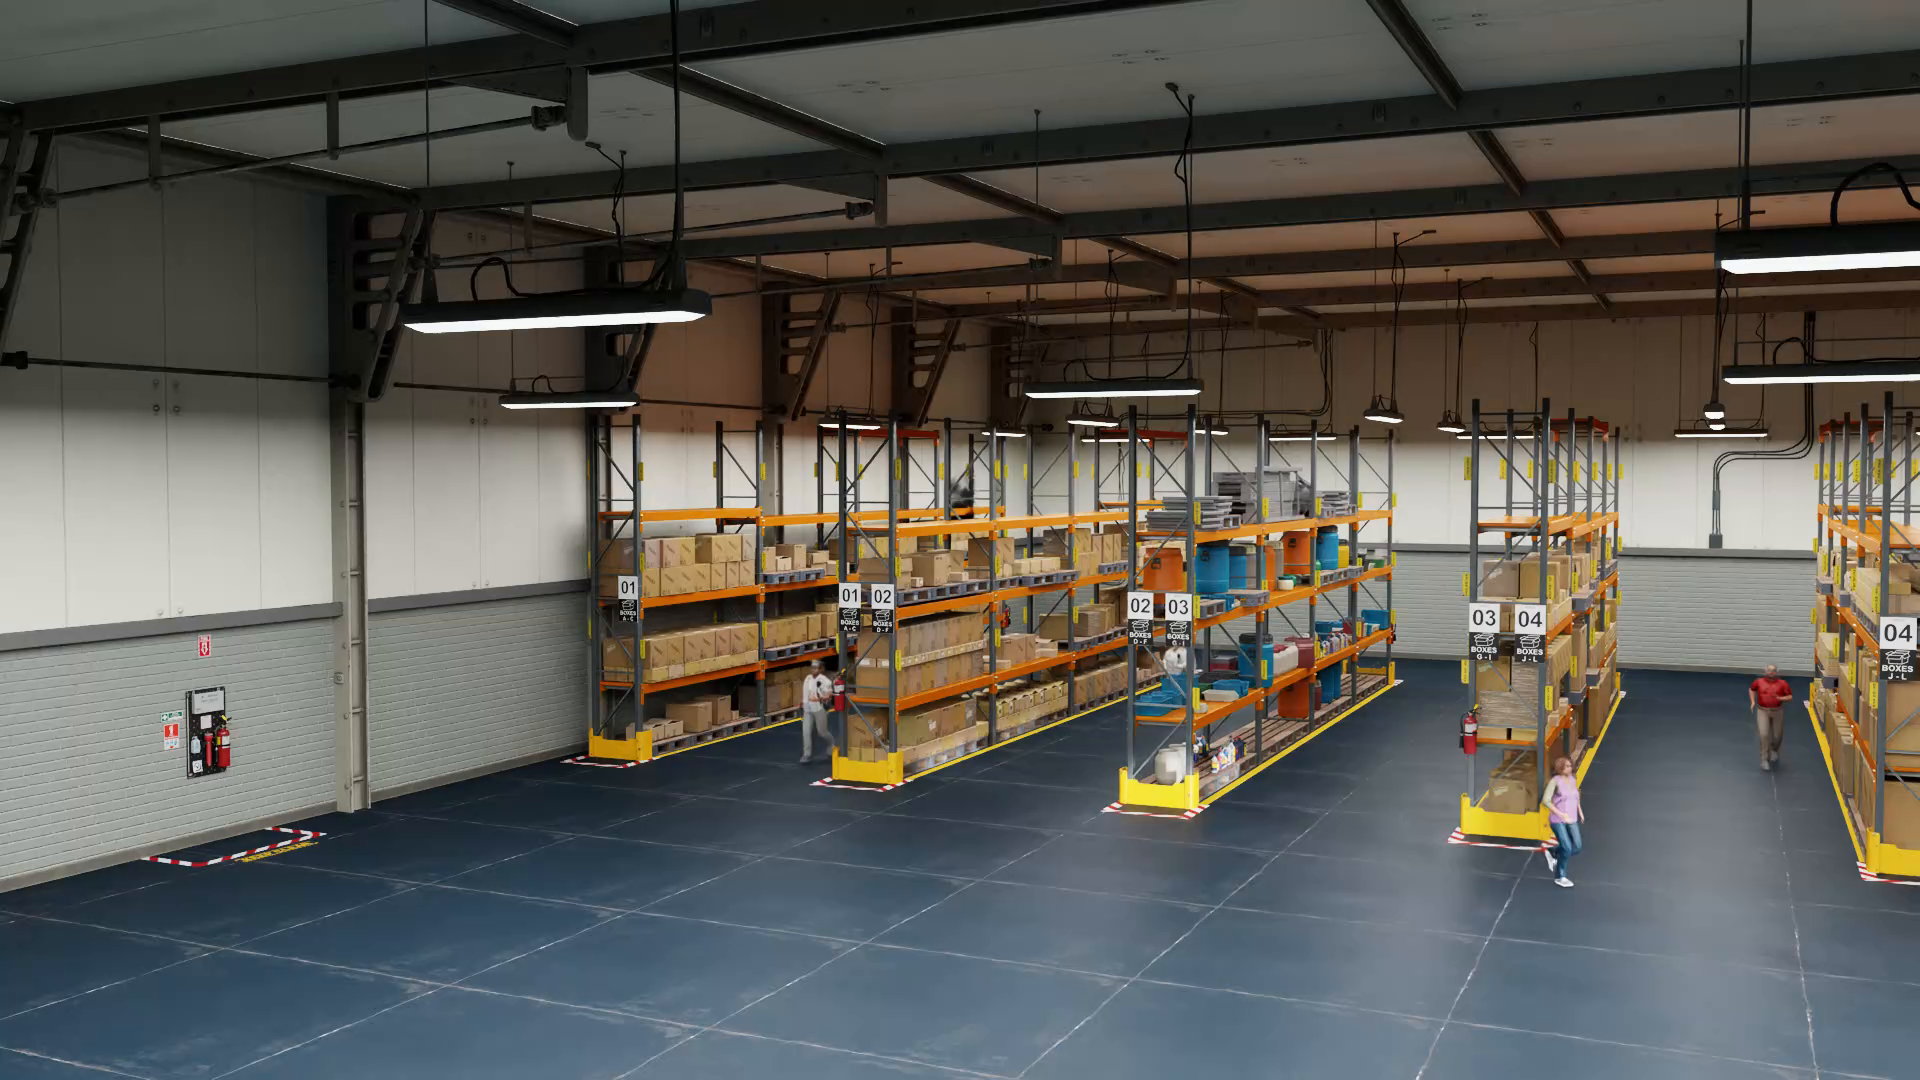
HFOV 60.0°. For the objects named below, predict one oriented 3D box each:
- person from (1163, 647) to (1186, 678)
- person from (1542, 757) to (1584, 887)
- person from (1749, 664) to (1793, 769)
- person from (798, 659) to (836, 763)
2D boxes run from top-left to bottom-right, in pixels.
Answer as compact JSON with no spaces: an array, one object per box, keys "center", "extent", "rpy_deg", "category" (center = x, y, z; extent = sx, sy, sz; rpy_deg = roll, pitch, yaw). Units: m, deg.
[{"center":[4.344,2.759,33.460],"extent":[0.612,1.678,0.906],"rpy_deg":[1,2,20],"category":"person"},{"center":[7.274,3.393,20.129],"extent":[0.589,1.551,0.575],"rpy_deg":[-1,3,-26],"category":"person"},{"center":[13.724,2.959,28.156],"extent":[0.661,1.721,0.984],"rpy_deg":[1,3,24],"category":"person"},{"center":[-2.488,2.924,28.670],"extent":[0.681,1.753,0.927],"rpy_deg":[1,3,24],"category":"person"}]
